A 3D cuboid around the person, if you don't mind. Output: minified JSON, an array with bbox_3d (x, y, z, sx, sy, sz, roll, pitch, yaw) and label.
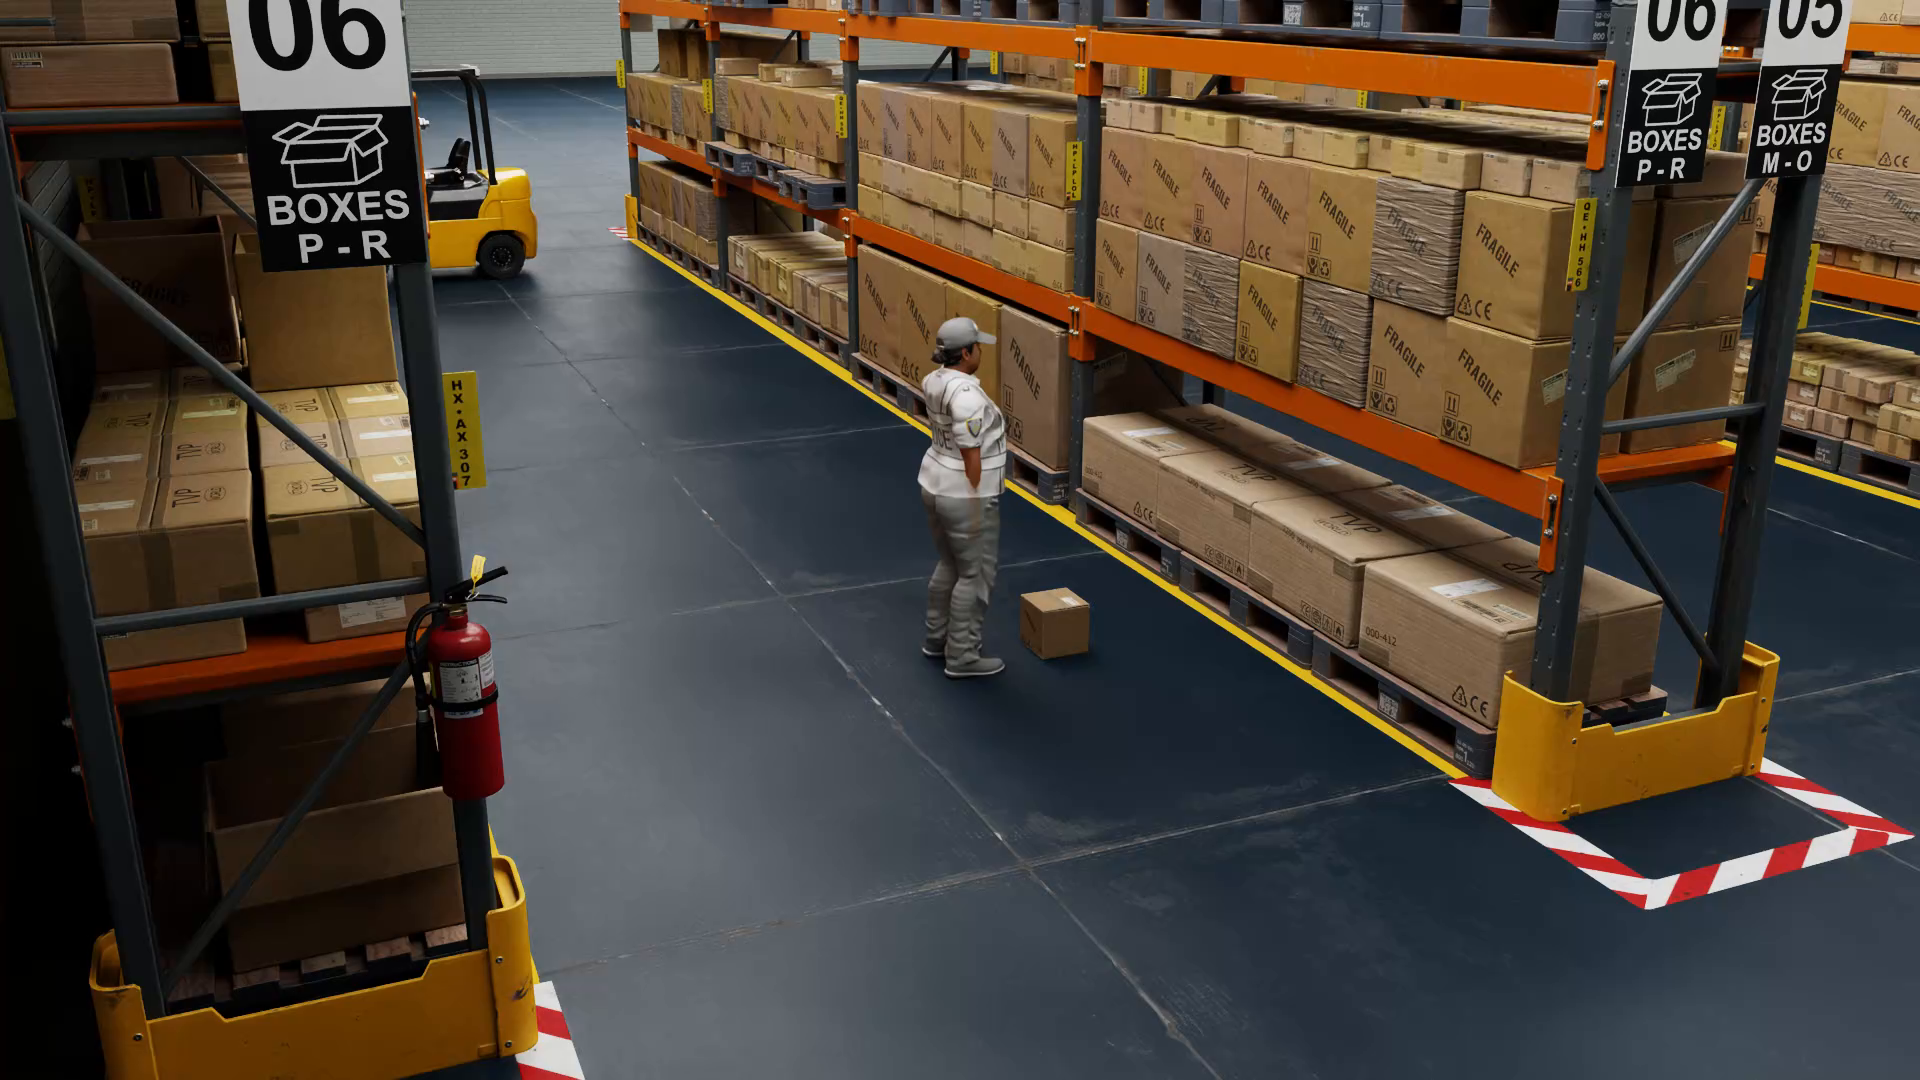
[{"bbox_3d":[0.016,-0.204,7.667,0.391,1.662,0.469,-7,20,-21],"label":"person"}]
